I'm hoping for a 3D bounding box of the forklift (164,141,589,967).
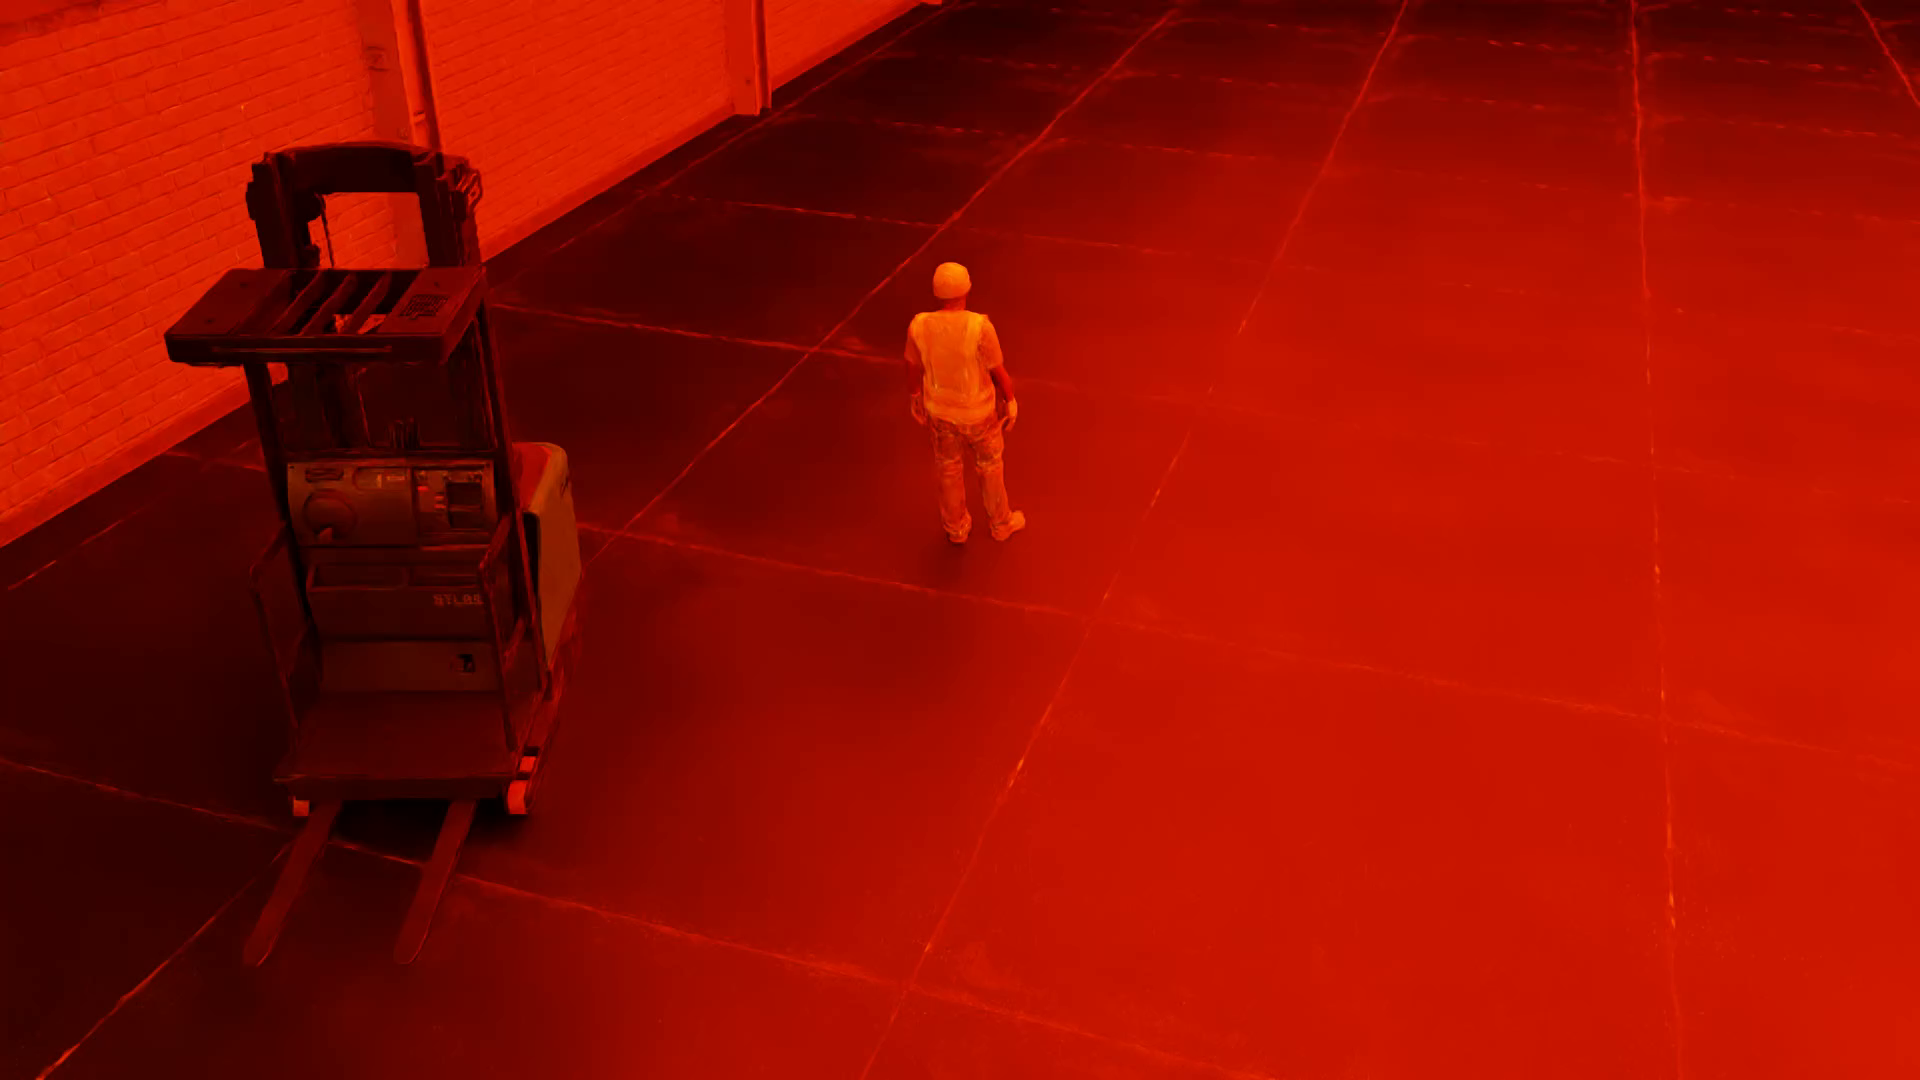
[{"bbox_3d":[-2.569,-0.128,7.361,1.130,2.935,3.031,-1,30,-1],"label":"forklift"}]

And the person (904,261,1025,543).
[{"bbox_3d":[0.031,-0.813,9.708,0.655,1.782,0.576,10,31,16],"label":"person"}]
